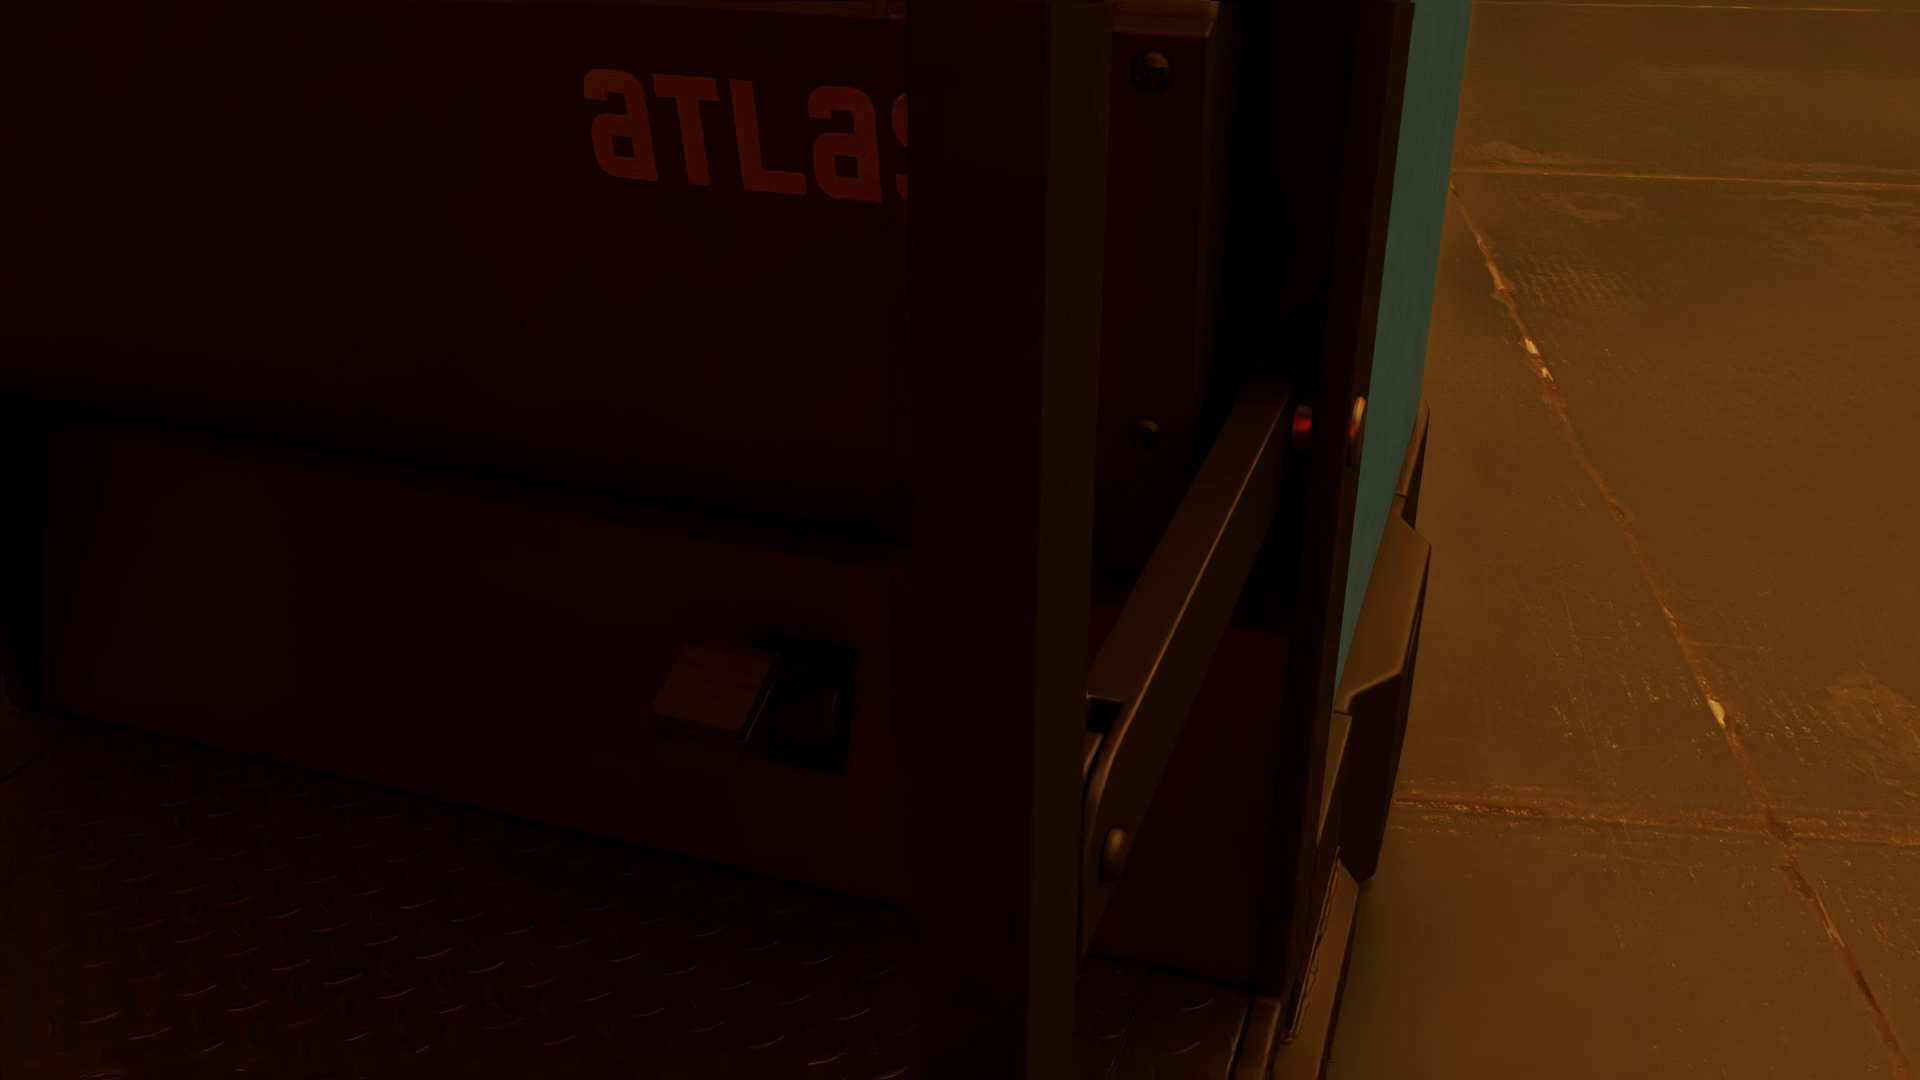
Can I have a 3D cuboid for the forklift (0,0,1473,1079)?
[{"bbox_3d":[-0.365,-0.684,0.587,1.130,2.935,3.031,9,28,17],"label":"forklift"}]
